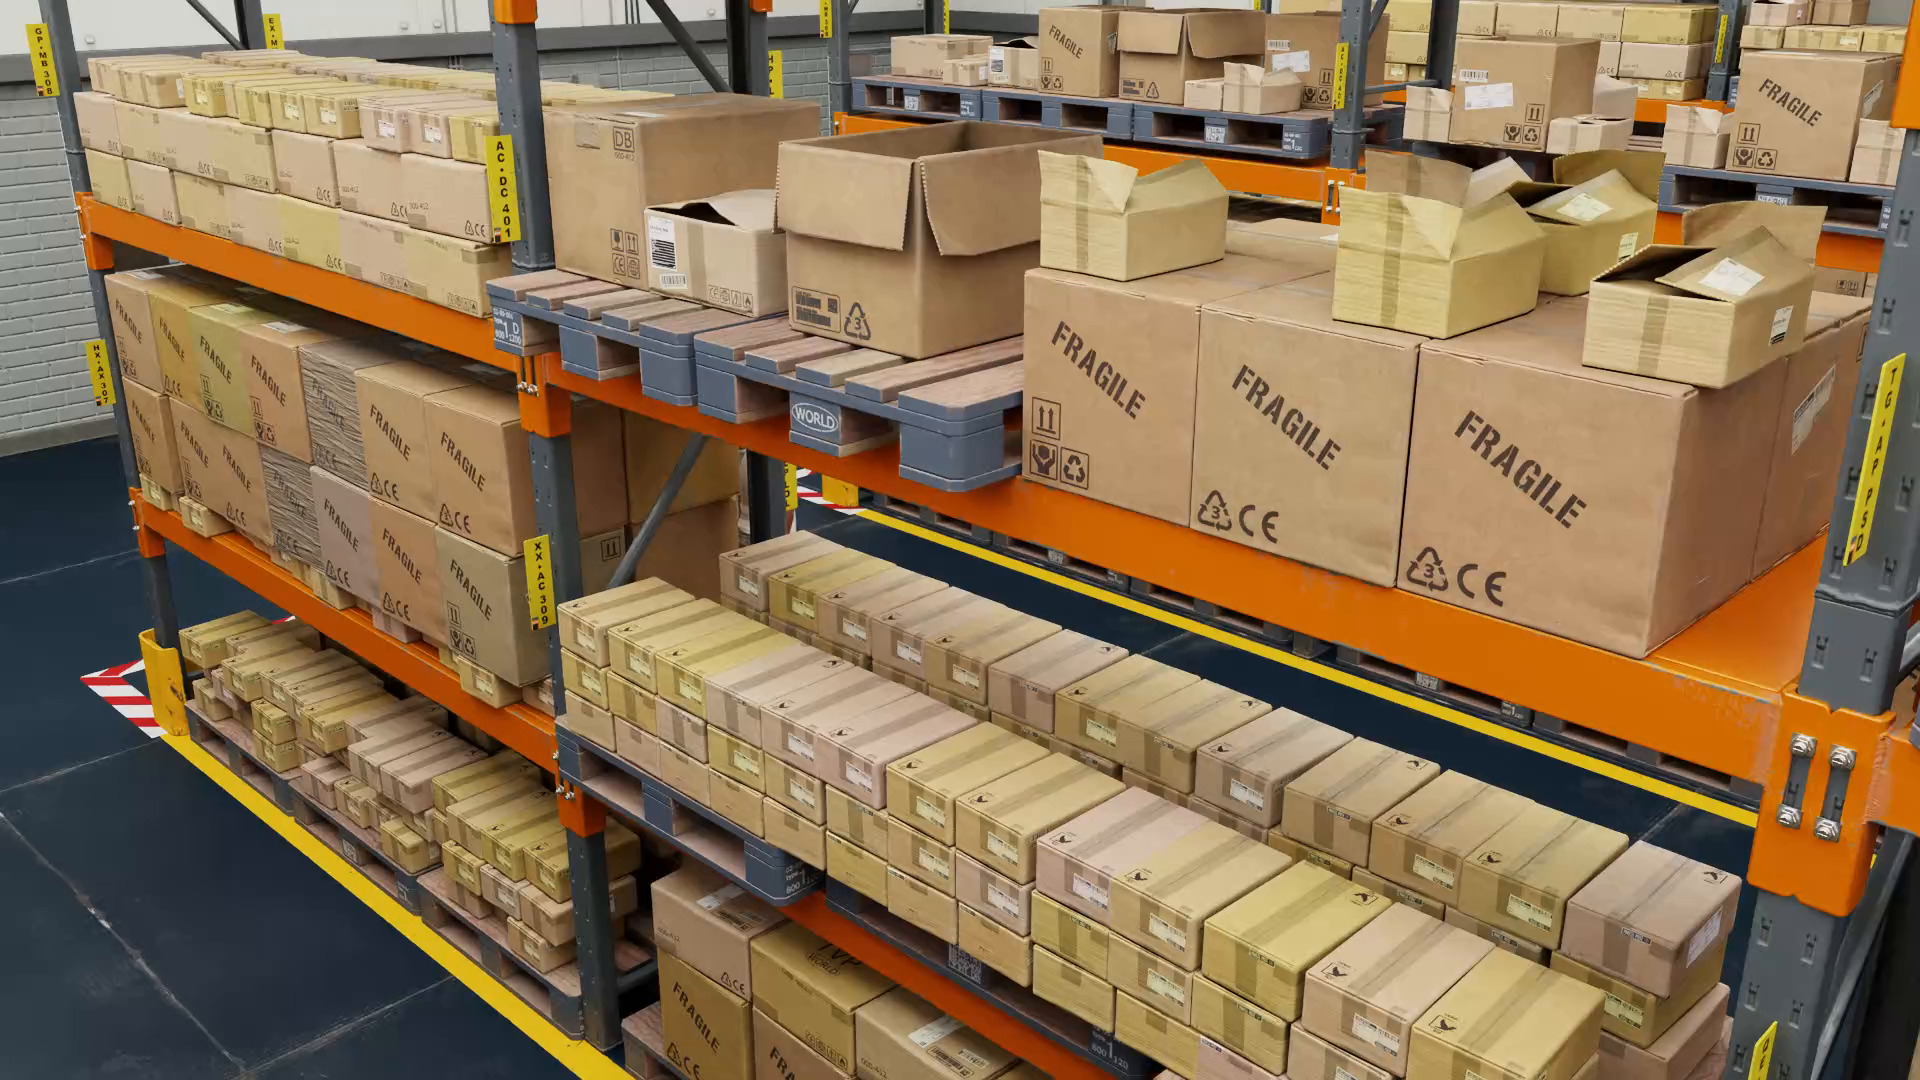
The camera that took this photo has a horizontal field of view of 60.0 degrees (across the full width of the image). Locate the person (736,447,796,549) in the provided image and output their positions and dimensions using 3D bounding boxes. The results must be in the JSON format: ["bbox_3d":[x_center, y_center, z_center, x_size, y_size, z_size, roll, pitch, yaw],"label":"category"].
[{"bbox_3d":[-1.144,-0.020,9.116,0.617,1.774,0.446,19,28,41],"label":"person"}]
